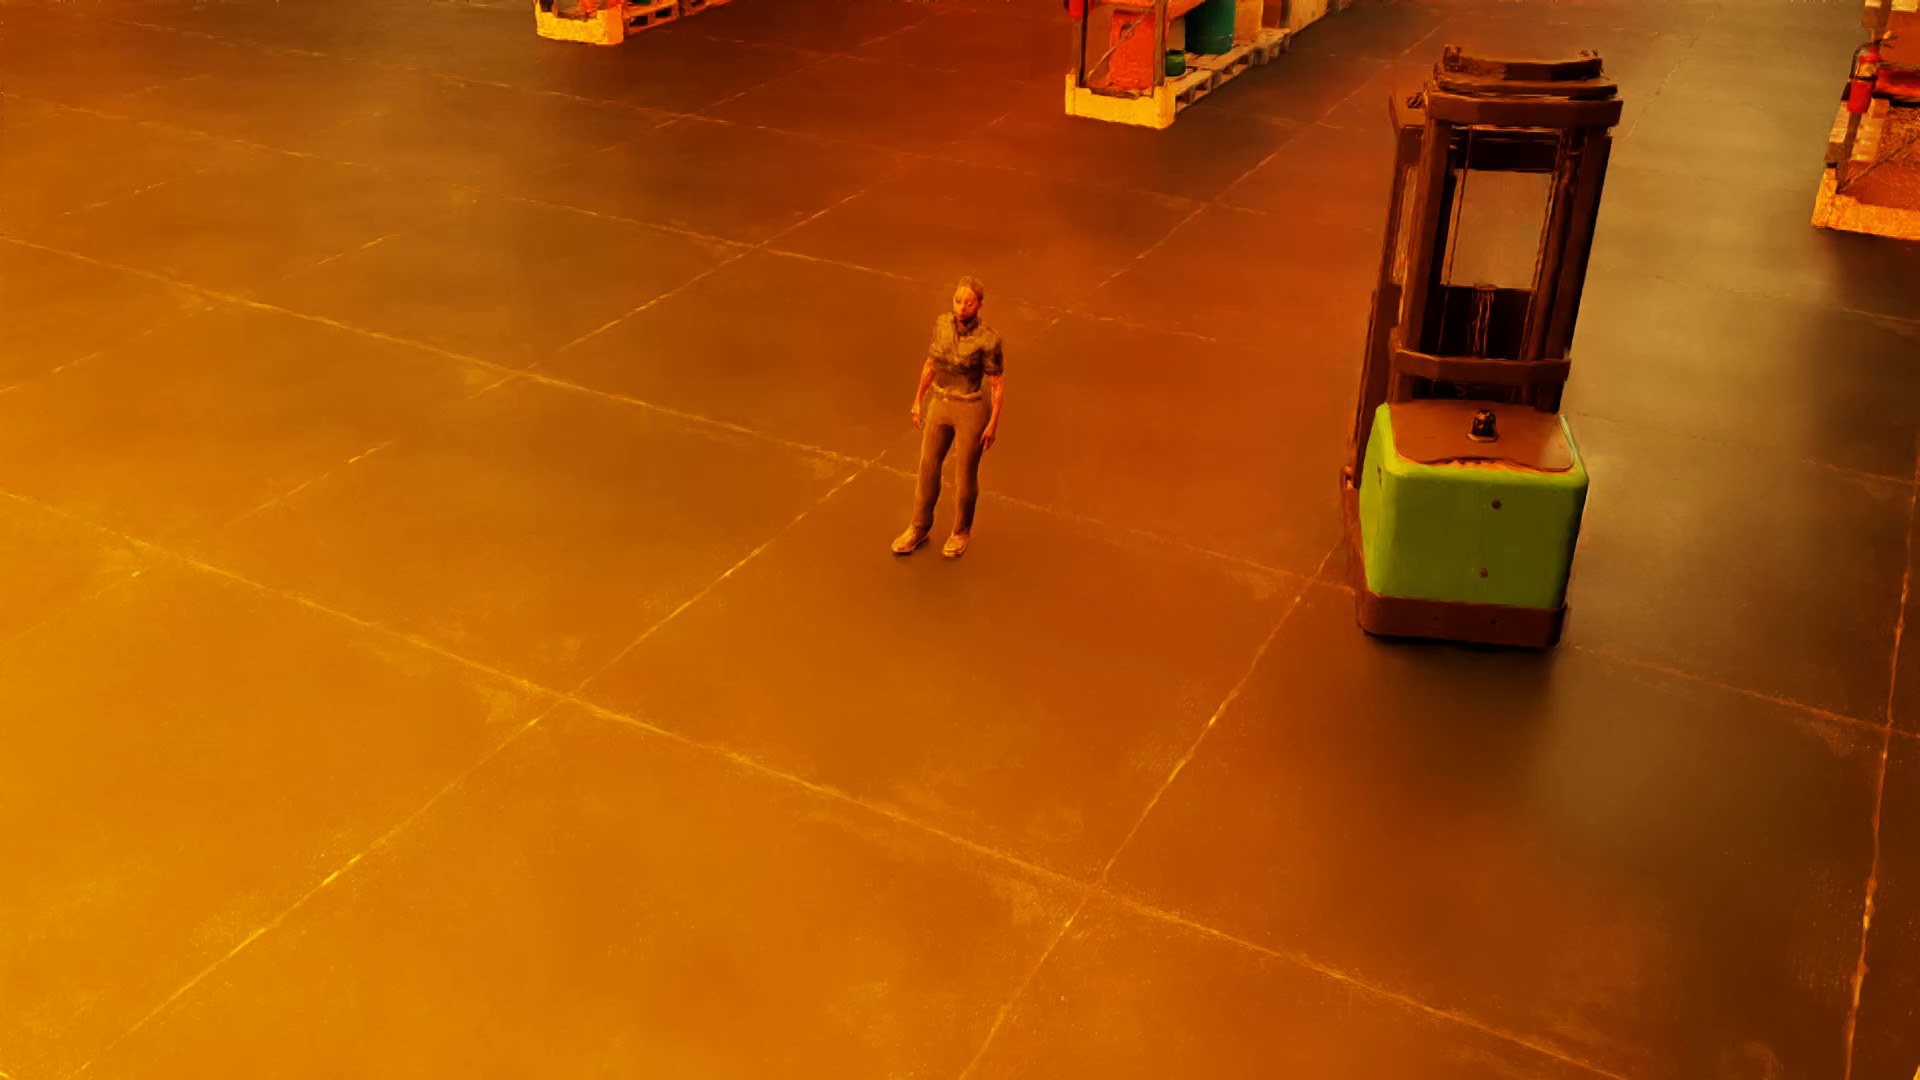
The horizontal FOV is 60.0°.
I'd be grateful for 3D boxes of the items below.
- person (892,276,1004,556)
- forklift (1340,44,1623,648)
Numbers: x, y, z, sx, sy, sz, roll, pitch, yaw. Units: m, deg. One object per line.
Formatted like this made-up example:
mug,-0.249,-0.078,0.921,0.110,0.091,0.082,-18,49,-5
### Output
person,-0.060,-0.683,9.531,0.570,1.641,0.503,15,33,25
forklift,2.919,-1.414,9.520,1.130,2.935,3.031,4,30,8
